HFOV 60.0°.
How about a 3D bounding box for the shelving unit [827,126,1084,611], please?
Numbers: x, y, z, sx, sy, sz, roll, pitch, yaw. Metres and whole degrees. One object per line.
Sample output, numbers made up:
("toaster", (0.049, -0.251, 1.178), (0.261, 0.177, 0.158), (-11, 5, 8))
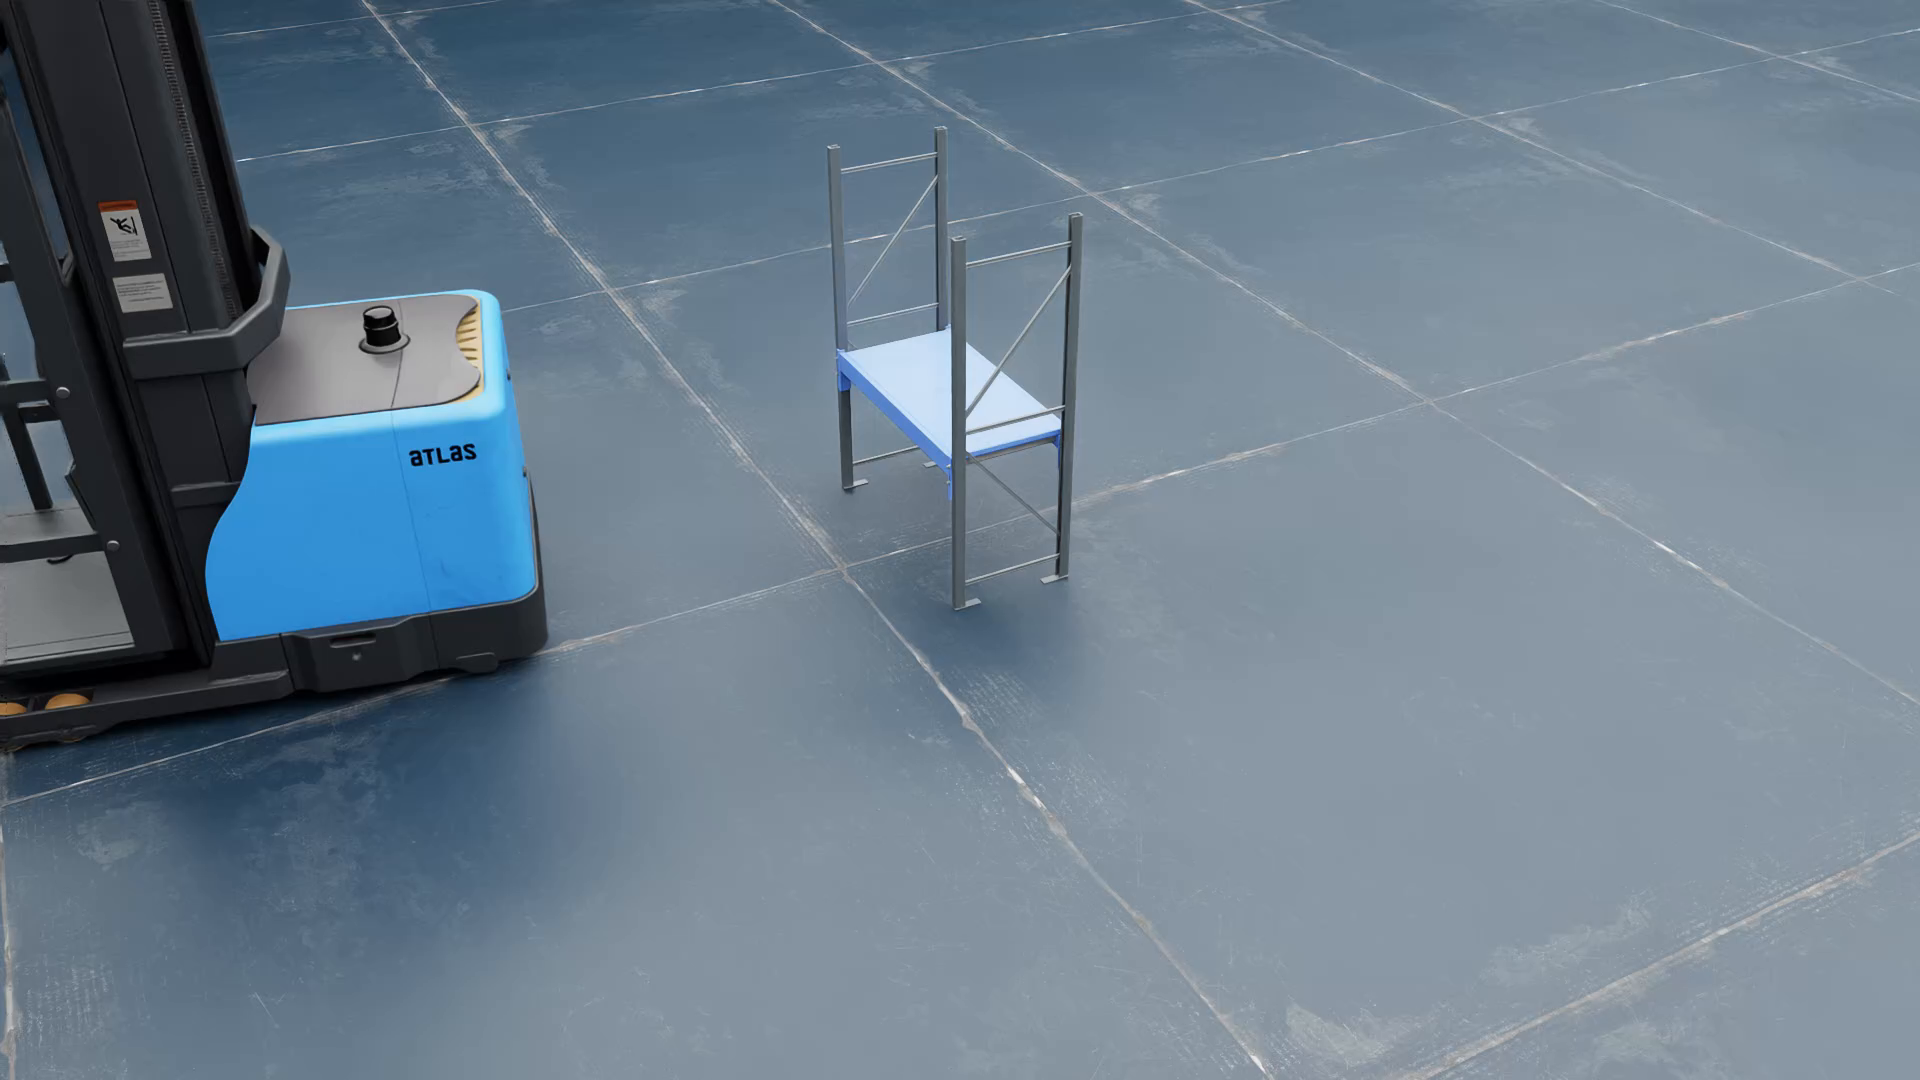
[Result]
("shelving unit", (-0.040, -0.672, 6.409), (0.538, 1.500, 1.048), (-16, 36, -23))

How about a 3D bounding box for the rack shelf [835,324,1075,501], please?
("rack shelf", (-0.040, -0.521, 6.506), (0.538, 0.185, 1.000), (-16, 36, -23))

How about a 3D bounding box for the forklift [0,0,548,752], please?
("forklift", (-3.075, -0.833, 5.334), (3.031, 2.935, 1.130), (-8, 34, -12))

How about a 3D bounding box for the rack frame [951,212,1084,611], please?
("rack frame", (0.197, -0.430, 6.030), (0.500, 1.500, 0.032), (-16, 36, -23))

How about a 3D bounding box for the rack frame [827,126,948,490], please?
("rack frame", (-0.277, -0.915, 6.788), (0.500, 1.500, 0.032), (-16, 36, -23))
